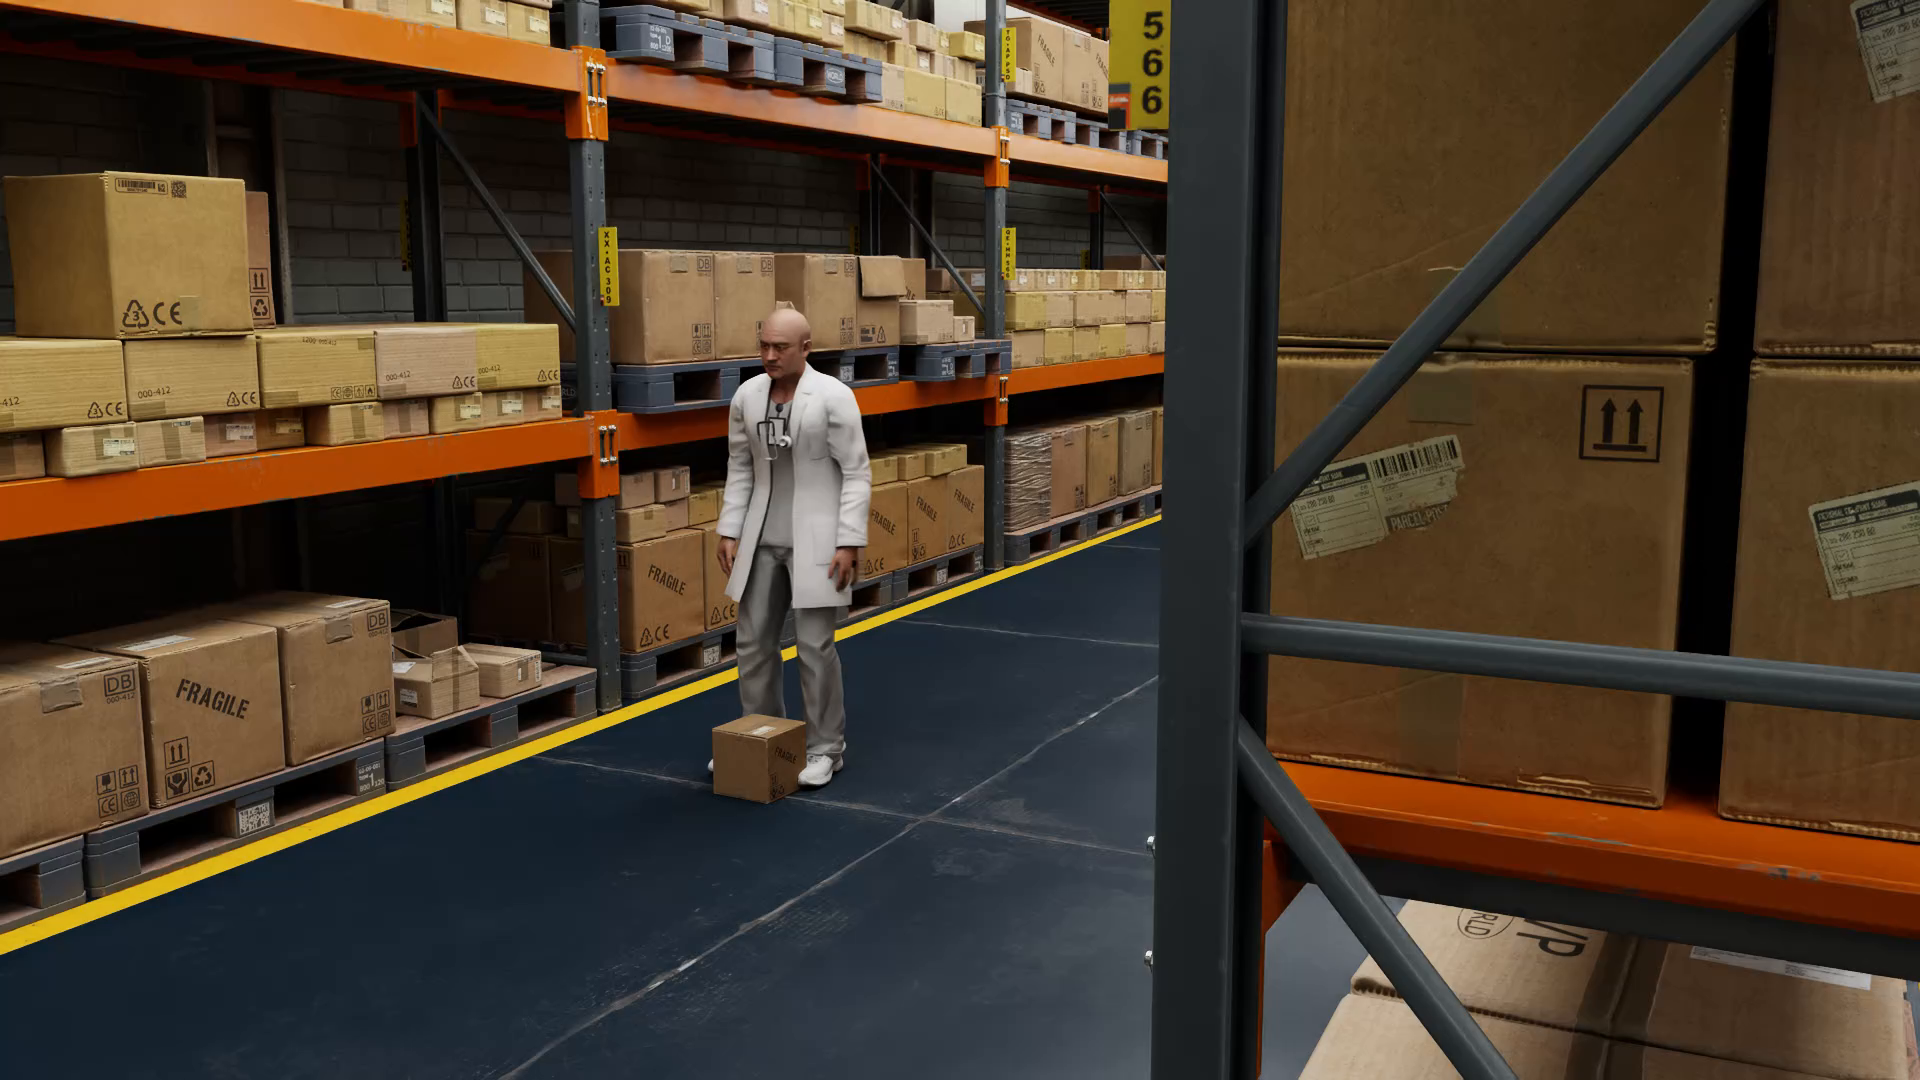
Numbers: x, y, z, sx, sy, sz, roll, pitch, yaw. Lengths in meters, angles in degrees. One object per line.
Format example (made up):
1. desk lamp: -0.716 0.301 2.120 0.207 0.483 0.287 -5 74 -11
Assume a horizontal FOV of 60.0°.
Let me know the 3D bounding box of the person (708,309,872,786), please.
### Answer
1. person: -0.635 0.021 6.277 0.646 1.774 0.418 4 10 25
